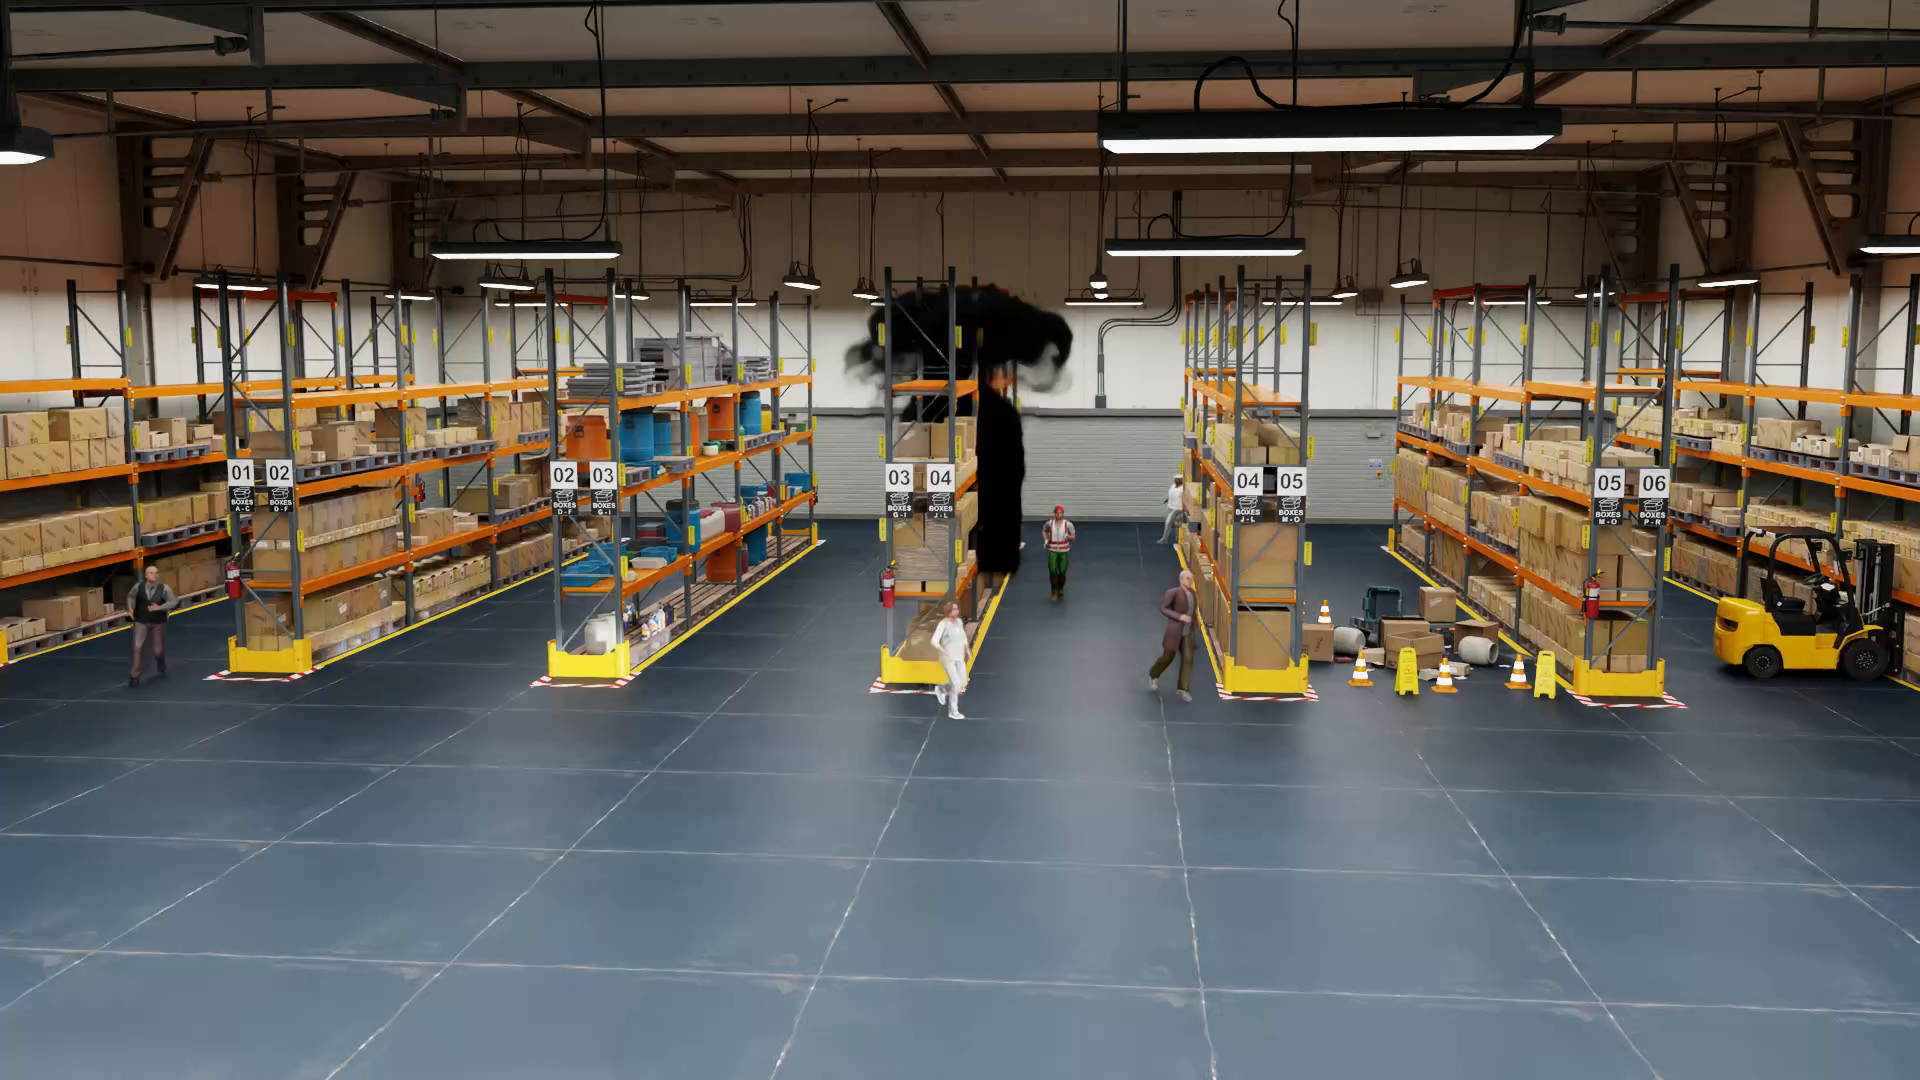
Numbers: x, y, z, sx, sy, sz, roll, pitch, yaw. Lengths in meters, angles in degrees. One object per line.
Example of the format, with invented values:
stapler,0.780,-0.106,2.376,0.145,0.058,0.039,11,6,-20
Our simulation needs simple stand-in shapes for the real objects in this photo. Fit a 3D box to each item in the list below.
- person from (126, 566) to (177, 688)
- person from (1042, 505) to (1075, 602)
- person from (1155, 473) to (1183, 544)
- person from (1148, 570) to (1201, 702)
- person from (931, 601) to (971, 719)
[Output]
person,-11.819,1.232,24.332,0.678,1.701,0.903,-3,7,-22
person,1.882,0.258,31.787,0.631,1.844,0.735,0,7,3
person,5.243,-0.765,40.401,0.921,1.724,0.765,-4,8,-30
person,3.069,1.302,23.267,0.740,1.762,1.024,-4,8,-29
person,-0.156,1.568,21.983,0.583,1.552,0.594,-7,10,-44
